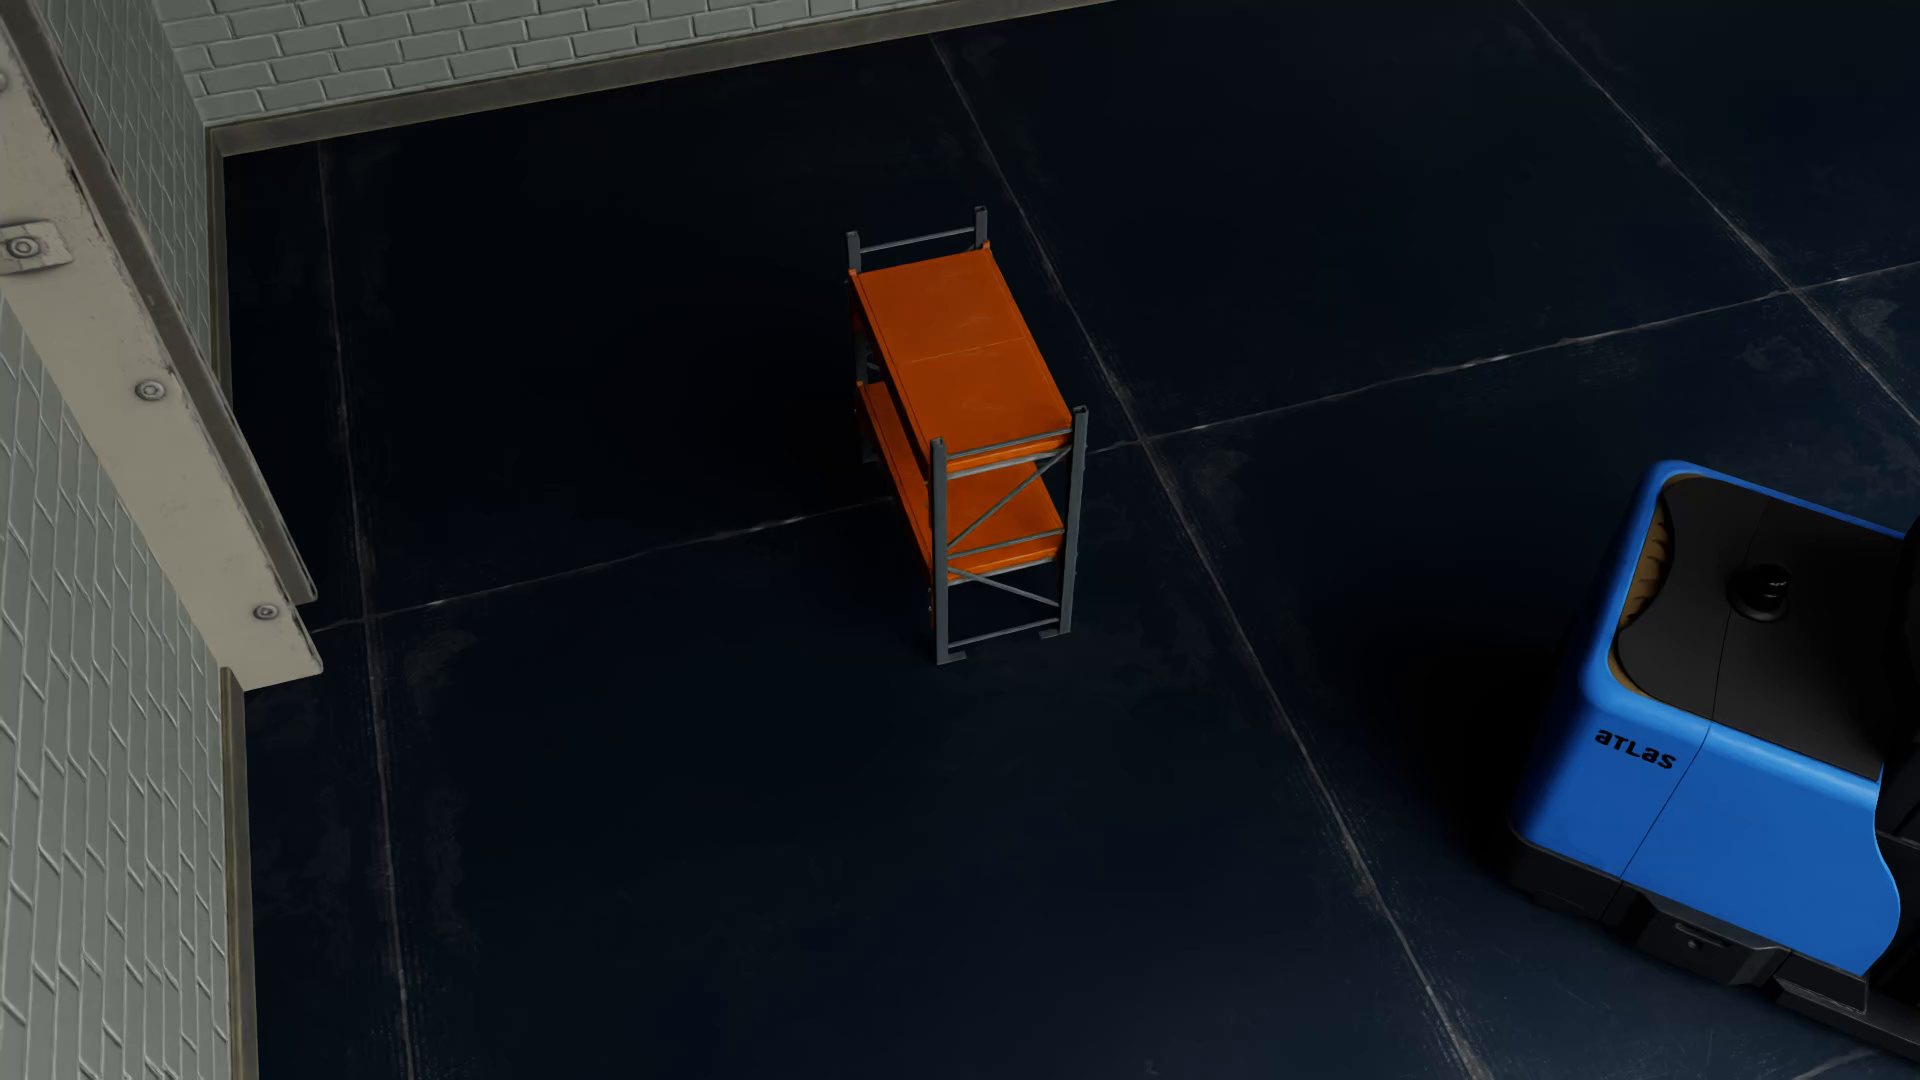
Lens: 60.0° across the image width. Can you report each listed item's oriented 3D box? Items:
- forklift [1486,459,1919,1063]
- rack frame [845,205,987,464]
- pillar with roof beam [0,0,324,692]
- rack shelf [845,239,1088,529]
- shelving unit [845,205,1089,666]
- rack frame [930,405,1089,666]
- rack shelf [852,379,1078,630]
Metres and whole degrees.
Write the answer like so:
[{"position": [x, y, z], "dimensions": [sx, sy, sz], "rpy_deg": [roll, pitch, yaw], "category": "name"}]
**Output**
[{"position": [3.230, 0.323, 4.061], "dimensions": [3.031, 2.935, 1.130], "rpy_deg": [21, 53, 17], "category": "forklift"}, {"position": [-0.148, -0.729, 6.129], "dimensions": [0.500, 1.125, 0.032], "rpy_deg": [-13, 51, -11], "category": "rack frame"}, {"position": [1.665, -3.517, 3.329], "dimensions": [9.100, 9.000, 0.400], "rpy_deg": [-13, 51, -11], "category": "pillar with roof beam"}, {"position": [0.002, -0.546, 5.592], "dimensions": [0.538, 0.278, 1.000], "rpy_deg": [-13, 51, -11], "category": "rack shelf"}, {"position": [0.002, -0.358, 5.816], "dimensions": [0.538, 1.125, 1.048], "rpy_deg": [-13, 51, -11], "category": "shelving unit"}, {"position": [0.152, 0.014, 5.503], "dimensions": [0.500, 1.125, 0.032], "rpy_deg": [-13, 51, -11], "category": "rack frame"}, {"position": [0.002, -0.200, 6.003], "dimensions": [0.538, 0.278, 1.000], "rpy_deg": [-13, 51, -11], "category": "rack shelf"}]
